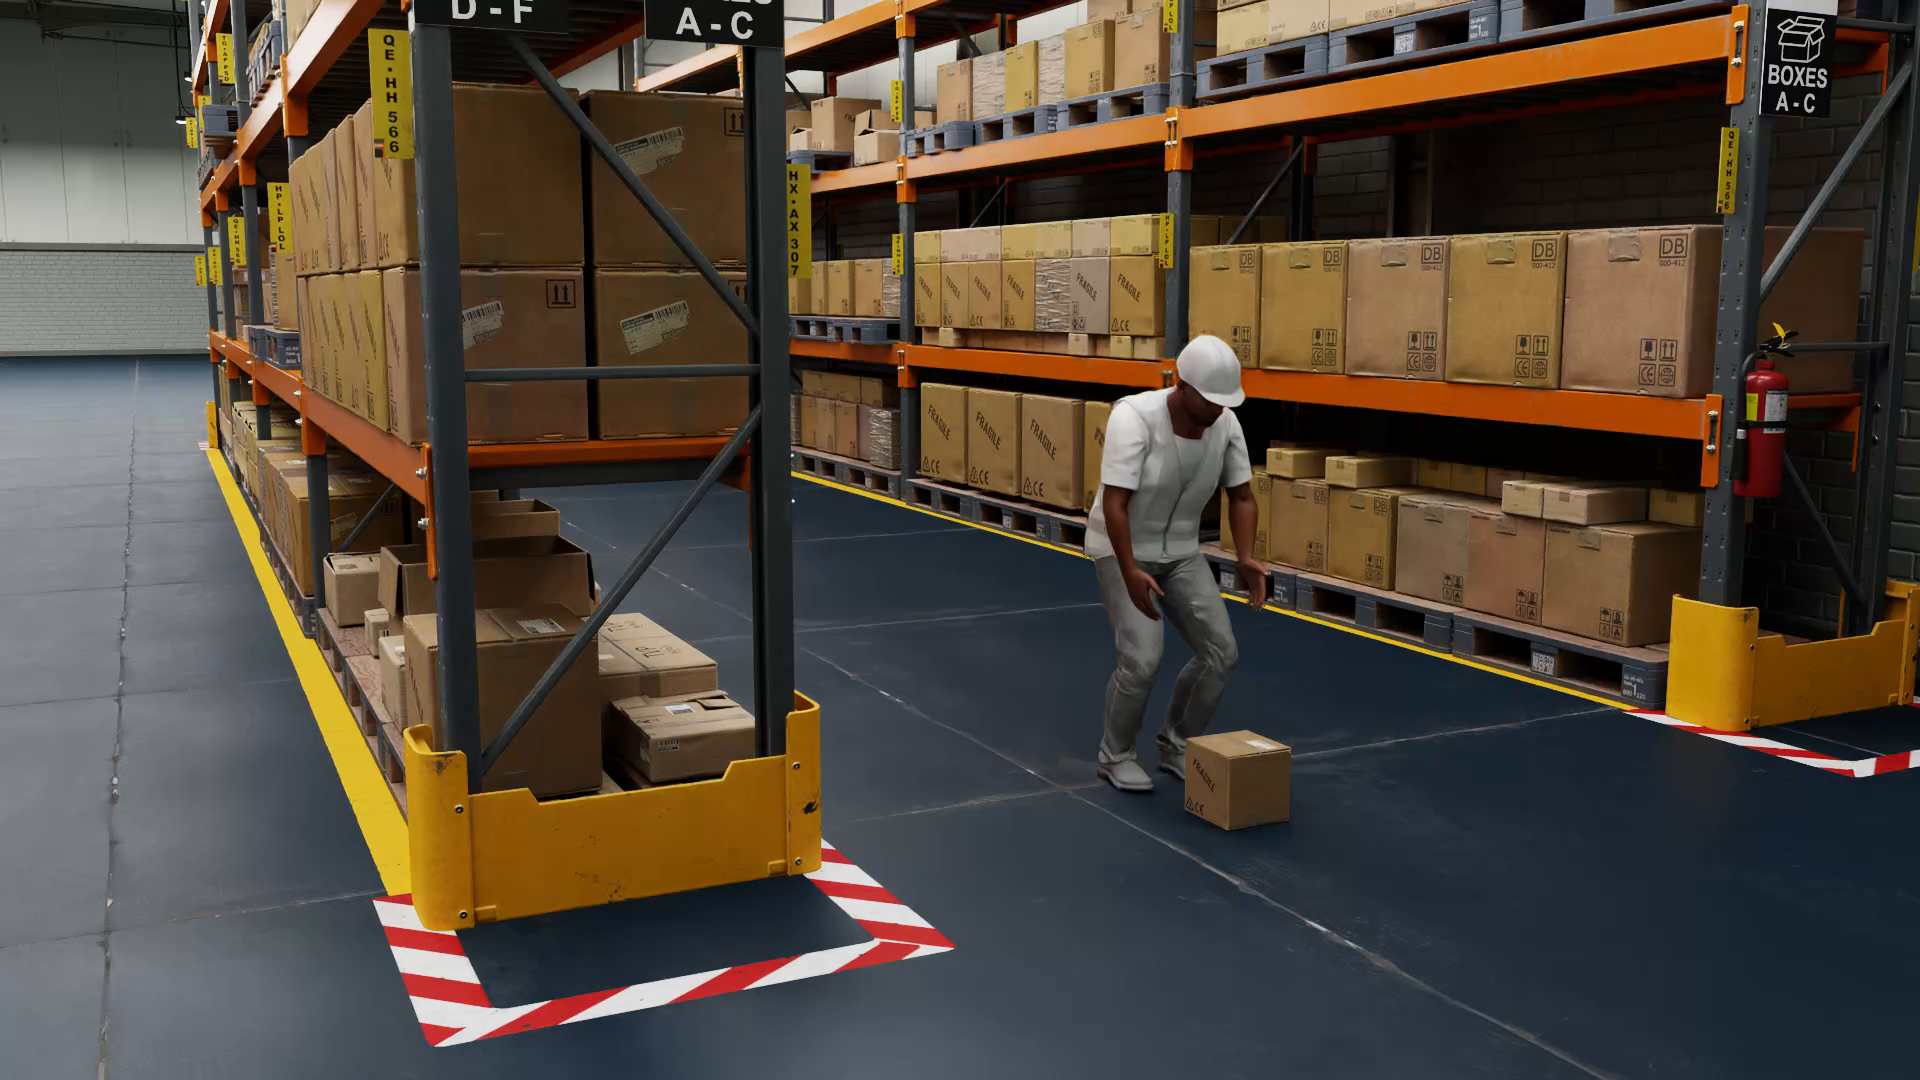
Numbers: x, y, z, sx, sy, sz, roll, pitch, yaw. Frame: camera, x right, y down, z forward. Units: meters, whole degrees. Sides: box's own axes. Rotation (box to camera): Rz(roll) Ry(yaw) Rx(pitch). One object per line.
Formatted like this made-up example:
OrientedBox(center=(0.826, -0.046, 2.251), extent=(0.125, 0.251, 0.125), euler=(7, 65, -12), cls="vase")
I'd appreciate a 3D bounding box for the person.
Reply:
OrientedBox(center=(0.755, 0.075, 5.857), extent=(0.620, 1.591, 0.622), euler=(-4, 9, -25), cls="person")
